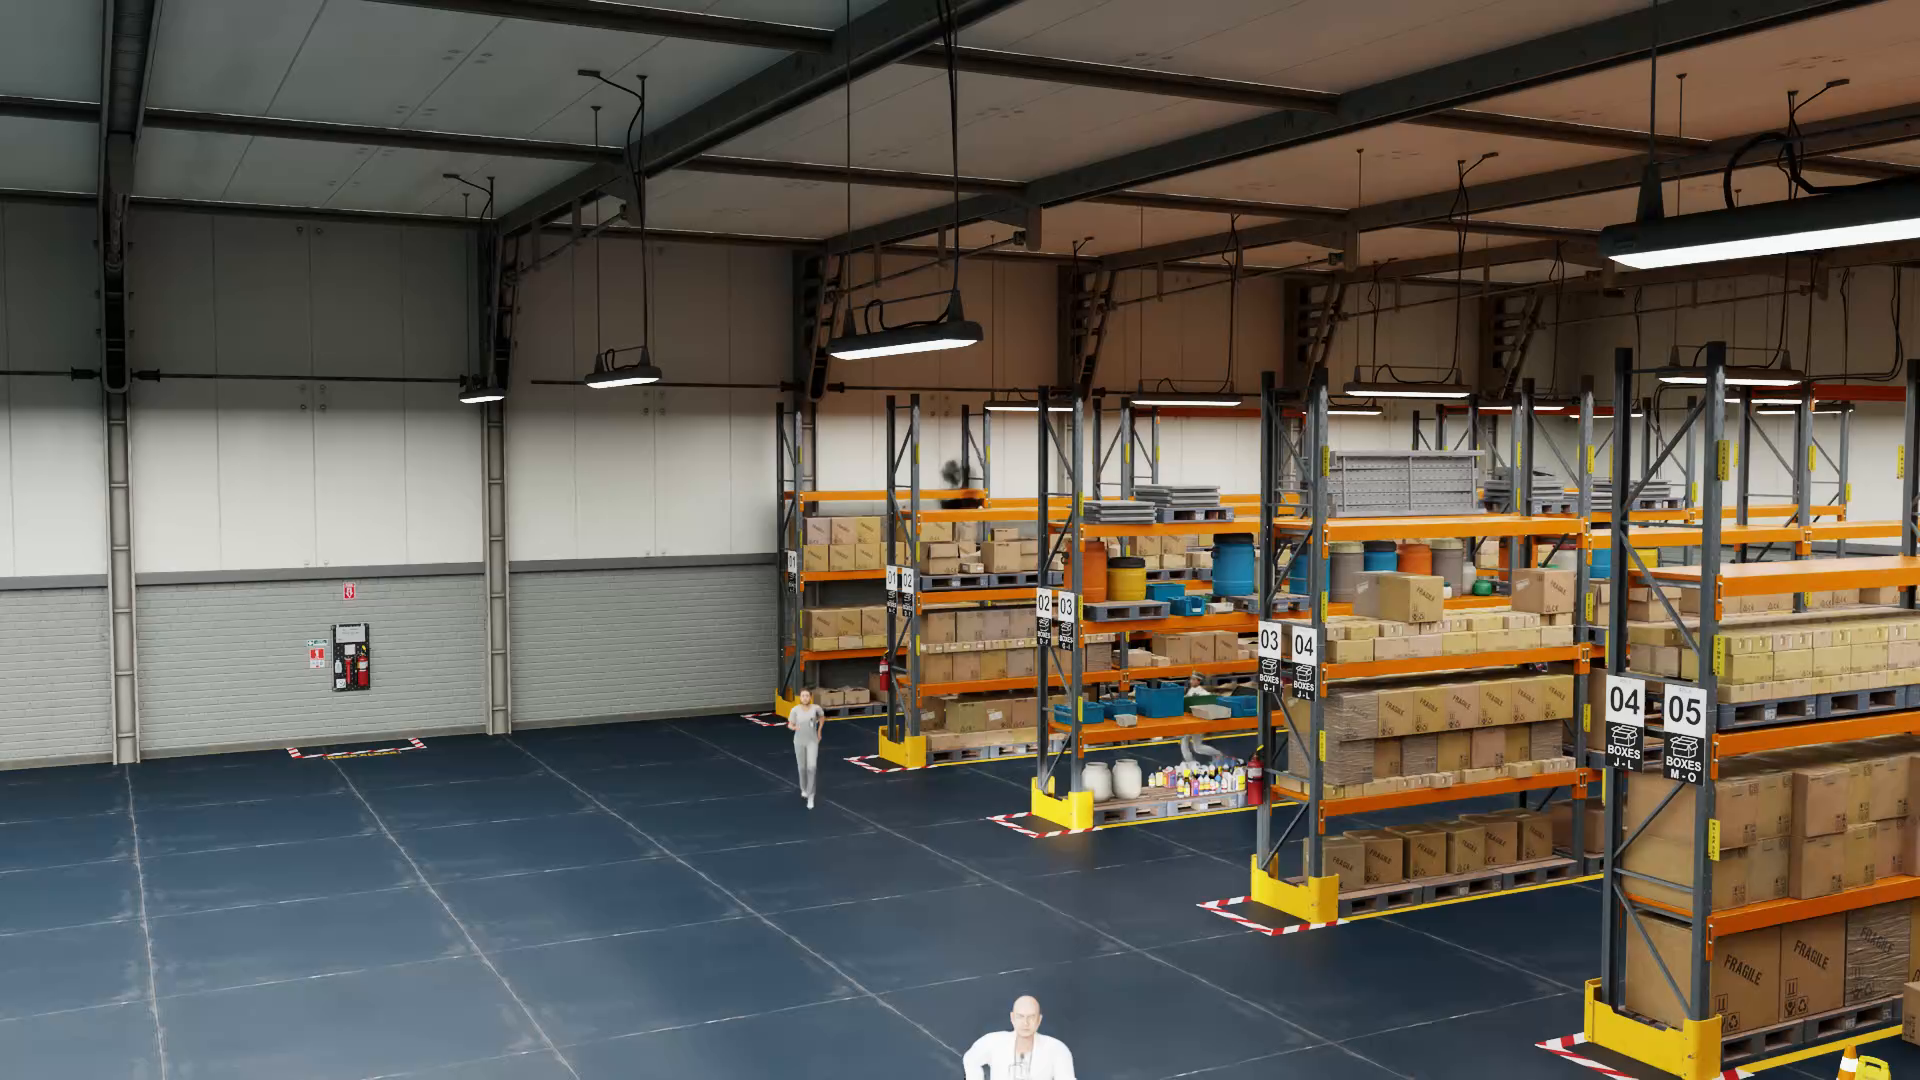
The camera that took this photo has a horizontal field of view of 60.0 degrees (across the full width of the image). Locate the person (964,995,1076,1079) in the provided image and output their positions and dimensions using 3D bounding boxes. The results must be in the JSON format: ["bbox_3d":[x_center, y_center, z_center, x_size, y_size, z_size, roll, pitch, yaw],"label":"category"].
[{"bbox_3d":[0.376,3.693,10.253,0.697,1.746,0.671,0,3,-1],"label":"person"}]

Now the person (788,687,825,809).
[{"bbox_3d":[-2.222,2.969,24.005,0.511,1.713,0.825,0,3,1],"label":"person"}]

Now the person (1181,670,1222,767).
[{"bbox_3d":[3.748,2.855,26.083,0.739,1.647,0.654,-2,4,-25],"label":"person"}]
